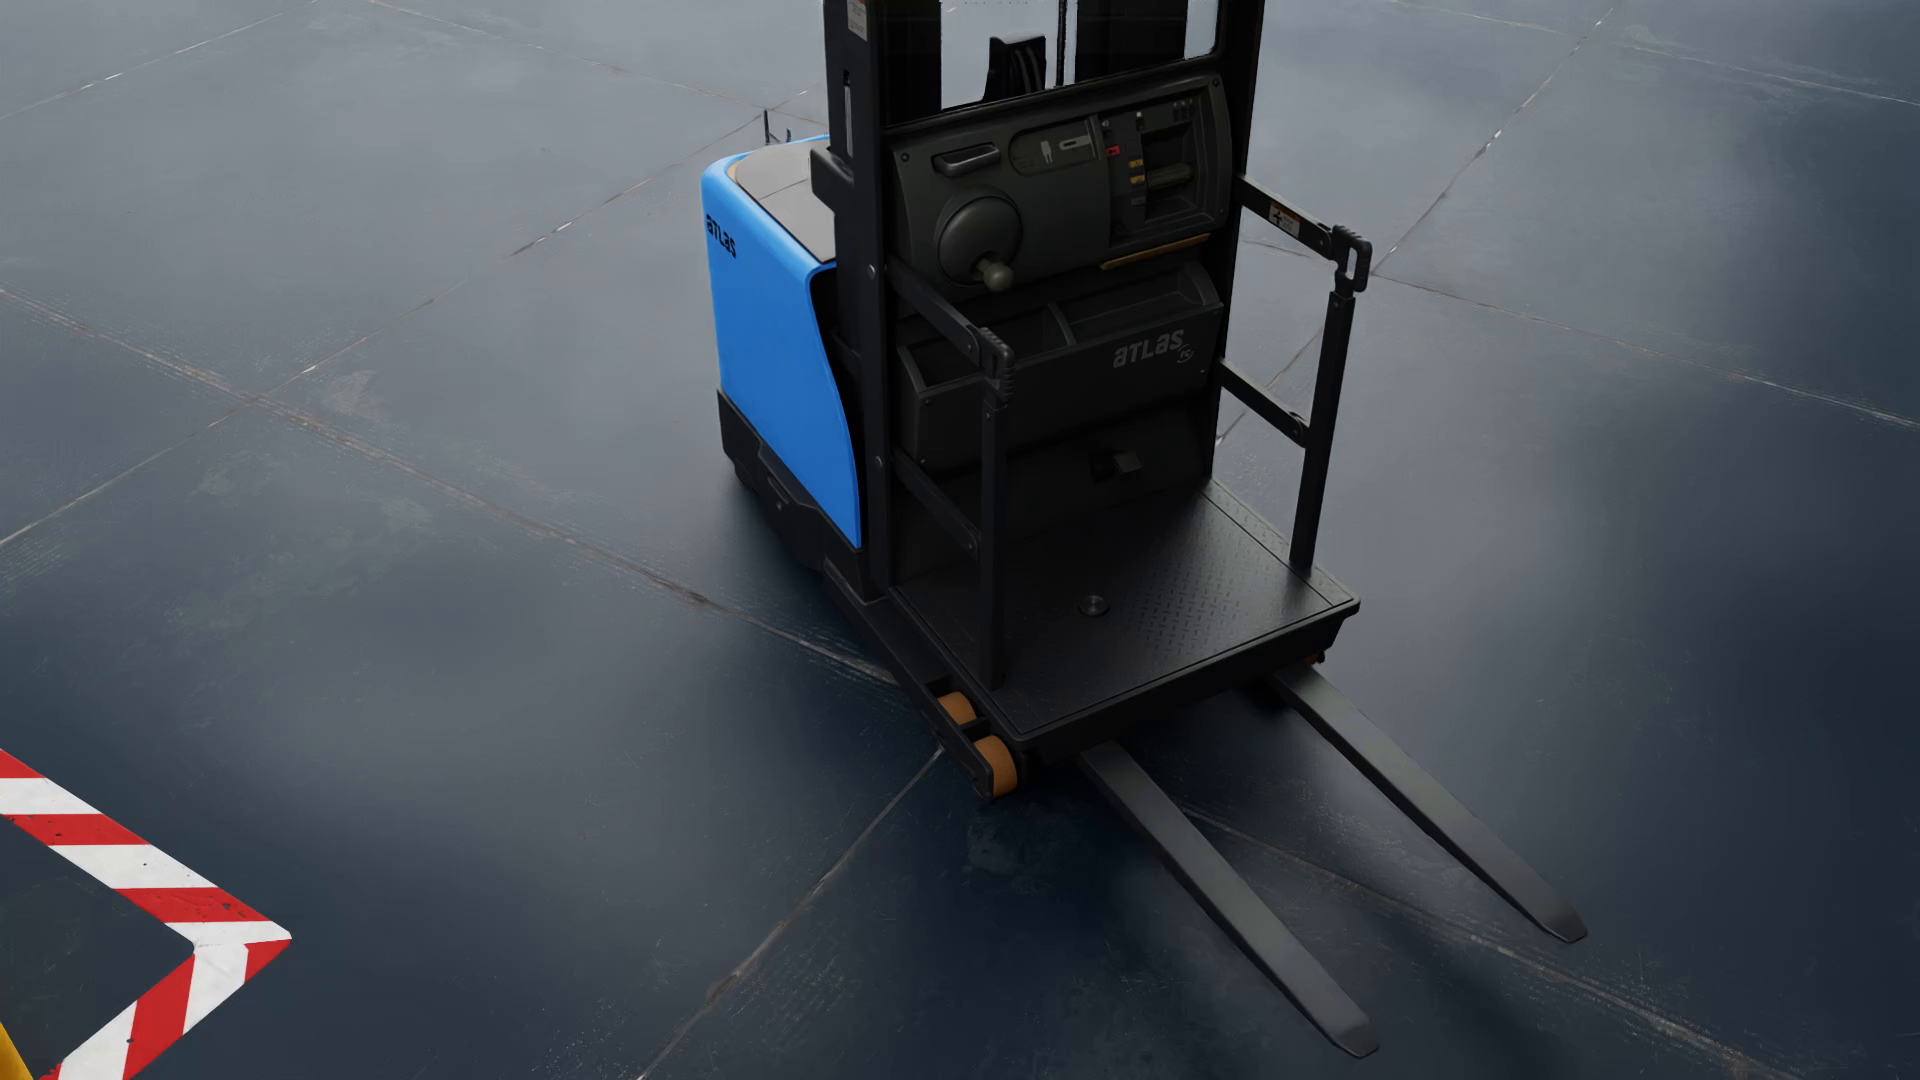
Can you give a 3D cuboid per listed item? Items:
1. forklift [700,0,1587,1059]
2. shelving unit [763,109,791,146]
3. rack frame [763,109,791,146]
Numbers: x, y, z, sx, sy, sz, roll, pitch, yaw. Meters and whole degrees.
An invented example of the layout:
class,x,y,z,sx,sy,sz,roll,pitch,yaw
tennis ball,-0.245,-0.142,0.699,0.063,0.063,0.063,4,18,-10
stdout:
class,x,y,z,sx,sy,sz,roll,pitch,yaw
forklift,0.375,-0.803,3.891,1.130,2.935,3.031,-19,42,-23
shelving unit,-0.462,-0.936,5.597,0.252,1.050,0.215,-19,39,-22
rack frame,-0.568,-0.901,5.551,0.008,1.050,0.200,-19,39,-22
